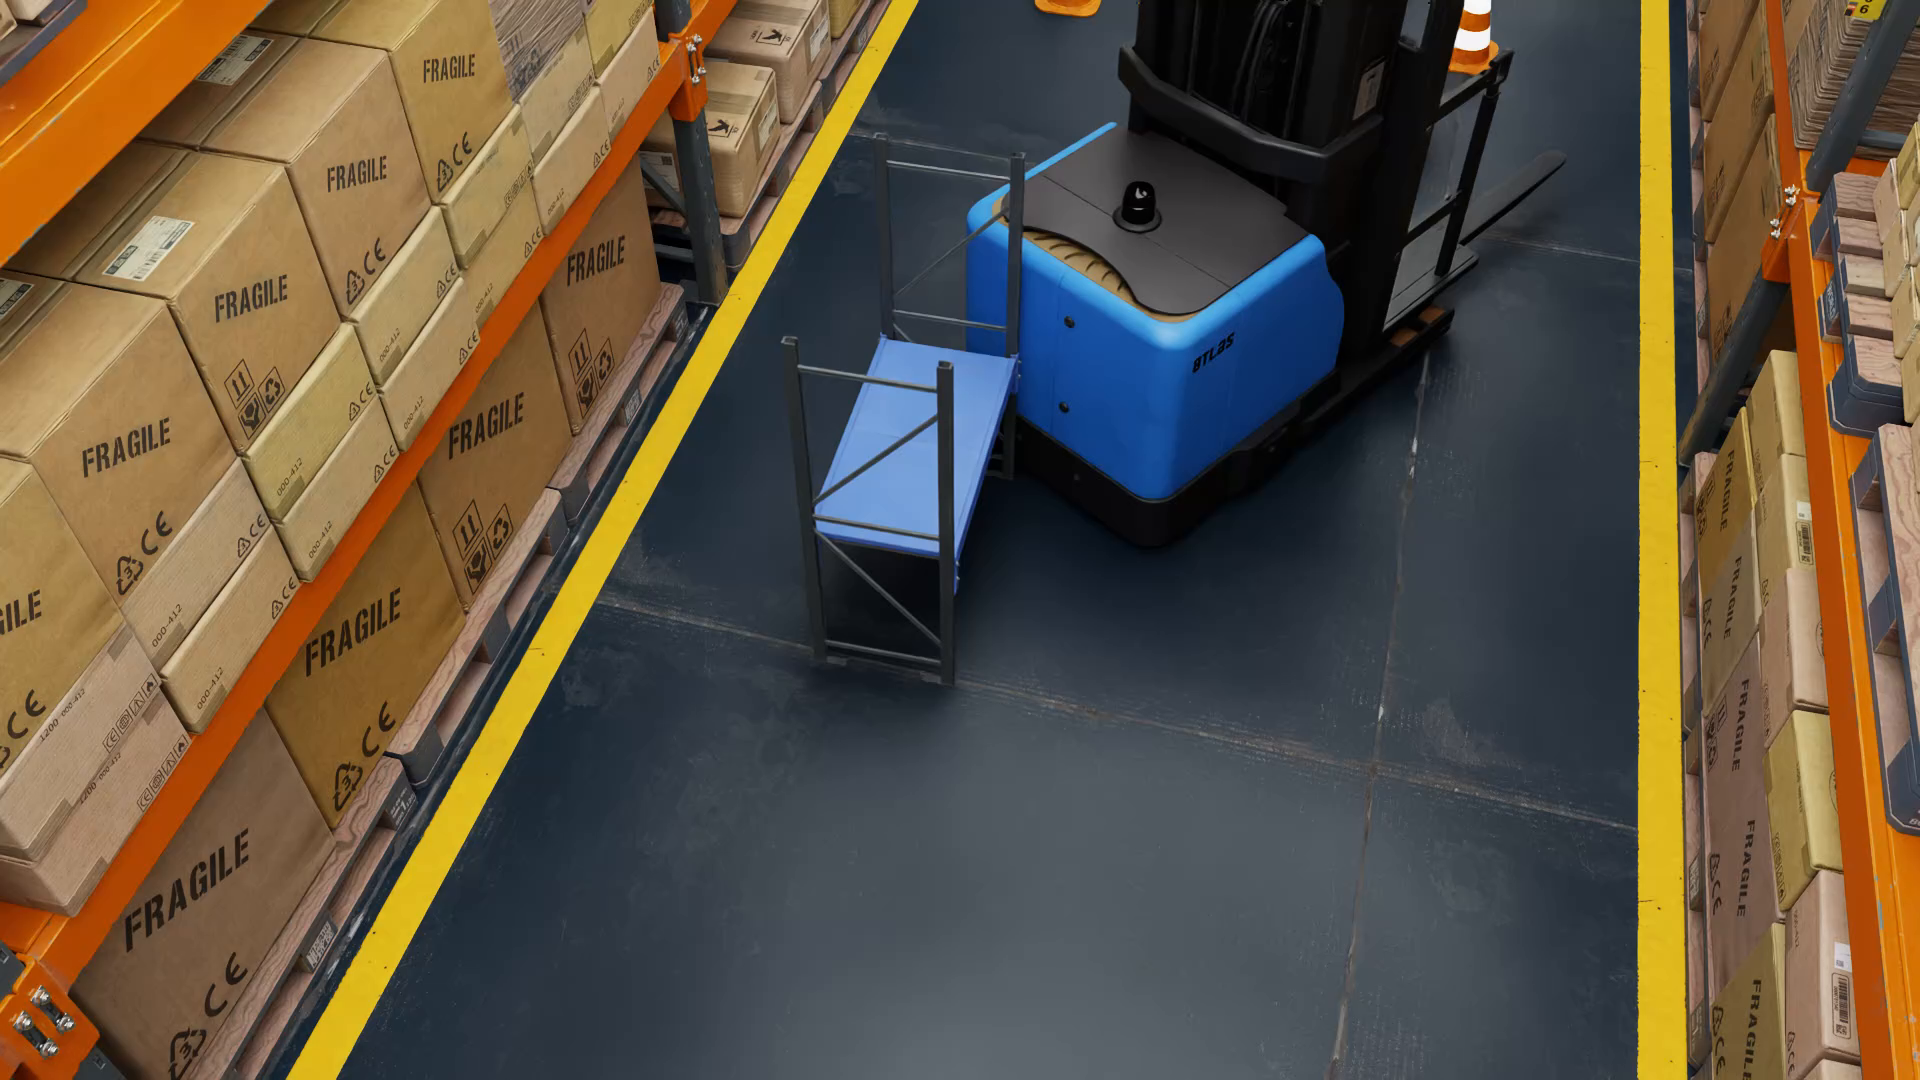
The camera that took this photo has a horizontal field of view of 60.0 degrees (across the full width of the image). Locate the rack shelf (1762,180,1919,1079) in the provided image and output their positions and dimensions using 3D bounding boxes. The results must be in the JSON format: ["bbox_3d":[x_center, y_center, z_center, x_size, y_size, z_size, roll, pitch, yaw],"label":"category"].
[{"bbox_3d":[2.778,0.461,4.322,1.077,0.370,4.000,12,50,10],"label":"rack shelf"}]

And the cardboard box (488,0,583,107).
[{"bbox_3d":[-1.508,-1.693,5.010,0.500,0.500,0.500,12,50,11],"label":"cardboard box"}]

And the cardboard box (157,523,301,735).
[{"bbox_3d":[-2.045,0.175,4.195,0.500,0.250,0.500,10,49,9],"label":"cardboard box"}]

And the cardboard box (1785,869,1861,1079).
[{"bbox_3d":[2.352,1.152,4.119,0.500,0.250,0.500,14,50,12],"label":"cardboard box"}]

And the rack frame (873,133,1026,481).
[{"bbox_3d":[-0.036,-0.779,5.937,0.500,1.500,0.032,10,49,9],"label":"rack frame"}]

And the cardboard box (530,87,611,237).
[{"bbox_3d":[-1.499,-1.288,5.486,0.500,0.250,0.500,12,50,11],"label":"cardboard box"}]

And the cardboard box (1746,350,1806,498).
[{"bbox_3d":[2.890,-0.332,5.430,0.500,0.250,0.500,10,49,8],"label":"cardboard box"}]

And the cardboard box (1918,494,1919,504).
[{"bbox_3d":[2.645,-0.036,4.168,0.380,0.149,0.250,12,50,11],"label":"cardboard box"}]

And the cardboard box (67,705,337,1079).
[{"bbox_3d":[-2.464,0.866,4.622,0.875,0.875,0.875,13,50,11],"label":"cardboard box"}]

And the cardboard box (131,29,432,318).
[{"bbox_3d":[-1.786,-0.970,4.372,0.500,0.500,0.500,11,49,9],"label":"cardboard box"}]

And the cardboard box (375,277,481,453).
[{"bbox_3d":[-1.754,-0.552,4.837,0.500,0.250,0.500,11,49,9],"label":"cardboard box"}]

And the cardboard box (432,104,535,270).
[{"bbox_3d":[-1.626,-1.096,4.984,0.500,0.250,0.500,10,49,9],"label":"cardboard box"}]

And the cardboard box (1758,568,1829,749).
[{"bbox_3d":[2.614,0.390,4.792,0.500,0.250,0.500,12,50,10],"label":"cardboard box"}]

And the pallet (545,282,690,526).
[{"bbox_3d":[-1.778,-0.649,6.682,1.003,0.211,1.213,12,50,10],"label":"pallet"}]

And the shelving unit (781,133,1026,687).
[{"bbox_3d":[-0.150,-0.407,5.609,0.538,1.500,1.048,10,49,9],"label":"shelving unit"}]

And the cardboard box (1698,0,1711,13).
[{"bbox_3d":[4.281,-3.044,8.157,1.050,0.750,0.750,11,50,10],"label":"cardboard box"}]

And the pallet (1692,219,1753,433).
[{"bbox_3d":[3.585,-0.856,6.865,1.003,0.211,1.213,12,50,10],"label":"pallet"}]

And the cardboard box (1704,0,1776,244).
[{"bbox_3d":[3.779,-1.674,6.947,1.050,0.750,0.750,12,50,11],"label":"cardboard box"}]

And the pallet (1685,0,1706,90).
[{"bbox_3d":[4.227,-2.621,8.422,1.003,0.211,1.213,12,50,10],"label":"pallet"}]

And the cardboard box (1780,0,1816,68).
[{"bbox_3d":[3.297,-1.996,5.944,0.500,0.500,0.500,12,50,10],"label":"cardboard box"}]

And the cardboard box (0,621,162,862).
[{"bbox_3d":[-2.162,0.388,3.674,0.500,0.250,0.500,10,49,9],"label":"cardboard box"}]

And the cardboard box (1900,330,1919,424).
[{"bbox_3d":[2.781,-0.410,4.499,0.380,0.149,0.250,14,50,12],"label":"cardboard box"}]

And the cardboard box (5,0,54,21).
[{"bbox_3d":[-1.880,-1.134,3.125,0.380,0.166,0.250,9,49,7],"label":"cardboard box"}]

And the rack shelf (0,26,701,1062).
[{"bbox_3d":[-2.024,-0.442,5.120,1.077,0.370,4.000,12,50,10],"label":"rack shelf"}]

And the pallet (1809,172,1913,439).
[{"bbox_3d":[3.220,-0.623,4.927,1.213,0.211,1.003,12,50,10],"label":"pallet"}]

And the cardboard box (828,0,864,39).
[{"bbox_3d":[-0.948,-2.886,8.269,0.950,0.372,0.625,13,50,11],"label":"cardboard box"}]

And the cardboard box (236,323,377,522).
[{"bbox_3d":[-1.894,-0.355,4.329,0.500,0.250,0.500,12,50,11],"label":"cardboard box"}]

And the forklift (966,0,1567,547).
[{"bbox_3d":[1.414,-1.938,6.005,3.031,2.935,1.130,-36,58,-28],"label":"forklift"}]

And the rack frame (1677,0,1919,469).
[{"bbox_3d":[3.305,-1.223,5.329,1.000,3.000,0.127,12,50,10],"label":"rack frame"}]

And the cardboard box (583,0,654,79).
[{"bbox_3d":[-1.380,-1.842,5.642,0.500,0.250,0.500,11,50,10],"label":"cardboard box"}]

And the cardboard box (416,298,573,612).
[{"bbox_3d":[-1.998,-0.435,5.771,0.875,0.875,0.875,12,50,10],"label":"cardboard box"}]

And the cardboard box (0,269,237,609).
[{"bbox_3d":[-2.050,-0.233,3.721,0.500,0.500,0.500,11,50,10],"label":"cardboard box"}]

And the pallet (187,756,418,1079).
[{"bbox_3d":[-2.420,1.116,5.124,1.003,0.211,1.213,12,50,10],"label":"pallet"}]

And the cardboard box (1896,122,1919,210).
[{"bbox_3d":[2.984,-1.068,4.881,0.380,0.149,0.250,14,50,12],"label":"cardboard box"}]

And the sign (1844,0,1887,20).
[{"bbox_3d":[2.768,-1.714,4.989,0.100,0.325,0.005,12,50,10],"label":"sign"}]

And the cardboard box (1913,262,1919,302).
[{"bbox_3d":[2.847,-0.677,4.536,0.380,0.149,0.250,10,49,9],"label":"cardboard box"}]

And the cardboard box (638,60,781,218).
[{"bbox_3d":[-1.339,-1.803,7.313,0.950,0.372,0.625,9,49,7],"label":"cardboard box"}]

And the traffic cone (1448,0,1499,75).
[{"bbox_3d":[2.548,-2.605,8.241,0.336,0.463,0.334,12,50,10],"label":"traffic cone"}]

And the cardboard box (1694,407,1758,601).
[{"bbox_3d":[2.872,-0.074,5.702,0.500,0.500,0.500,10,49,8],"label":"cardboard box"}]

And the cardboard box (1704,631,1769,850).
[{"bbox_3d":[2.613,0.663,5.052,0.500,0.500,0.500,10,49,9],"label":"cardboard box"}]

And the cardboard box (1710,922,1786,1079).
[{"bbox_3d":[2.339,1.402,4.399,0.500,0.500,0.500,11,49,9],"label":"cardboard box"}]

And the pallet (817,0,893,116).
[{"bbox_3d":[-0.967,-2.649,8.447,1.003,0.211,1.213,12,50,10],"label":"pallet"}]

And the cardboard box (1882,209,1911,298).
[{"bbox_3d":[2.921,-0.801,4.844,0.380,0.149,0.250,14,50,12],"label":"cardboard box"}]

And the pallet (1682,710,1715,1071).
[{"bbox_3d":[2.774,1.144,5.099,1.003,0.211,1.213,12,50,10],"label":"pallet"}]
